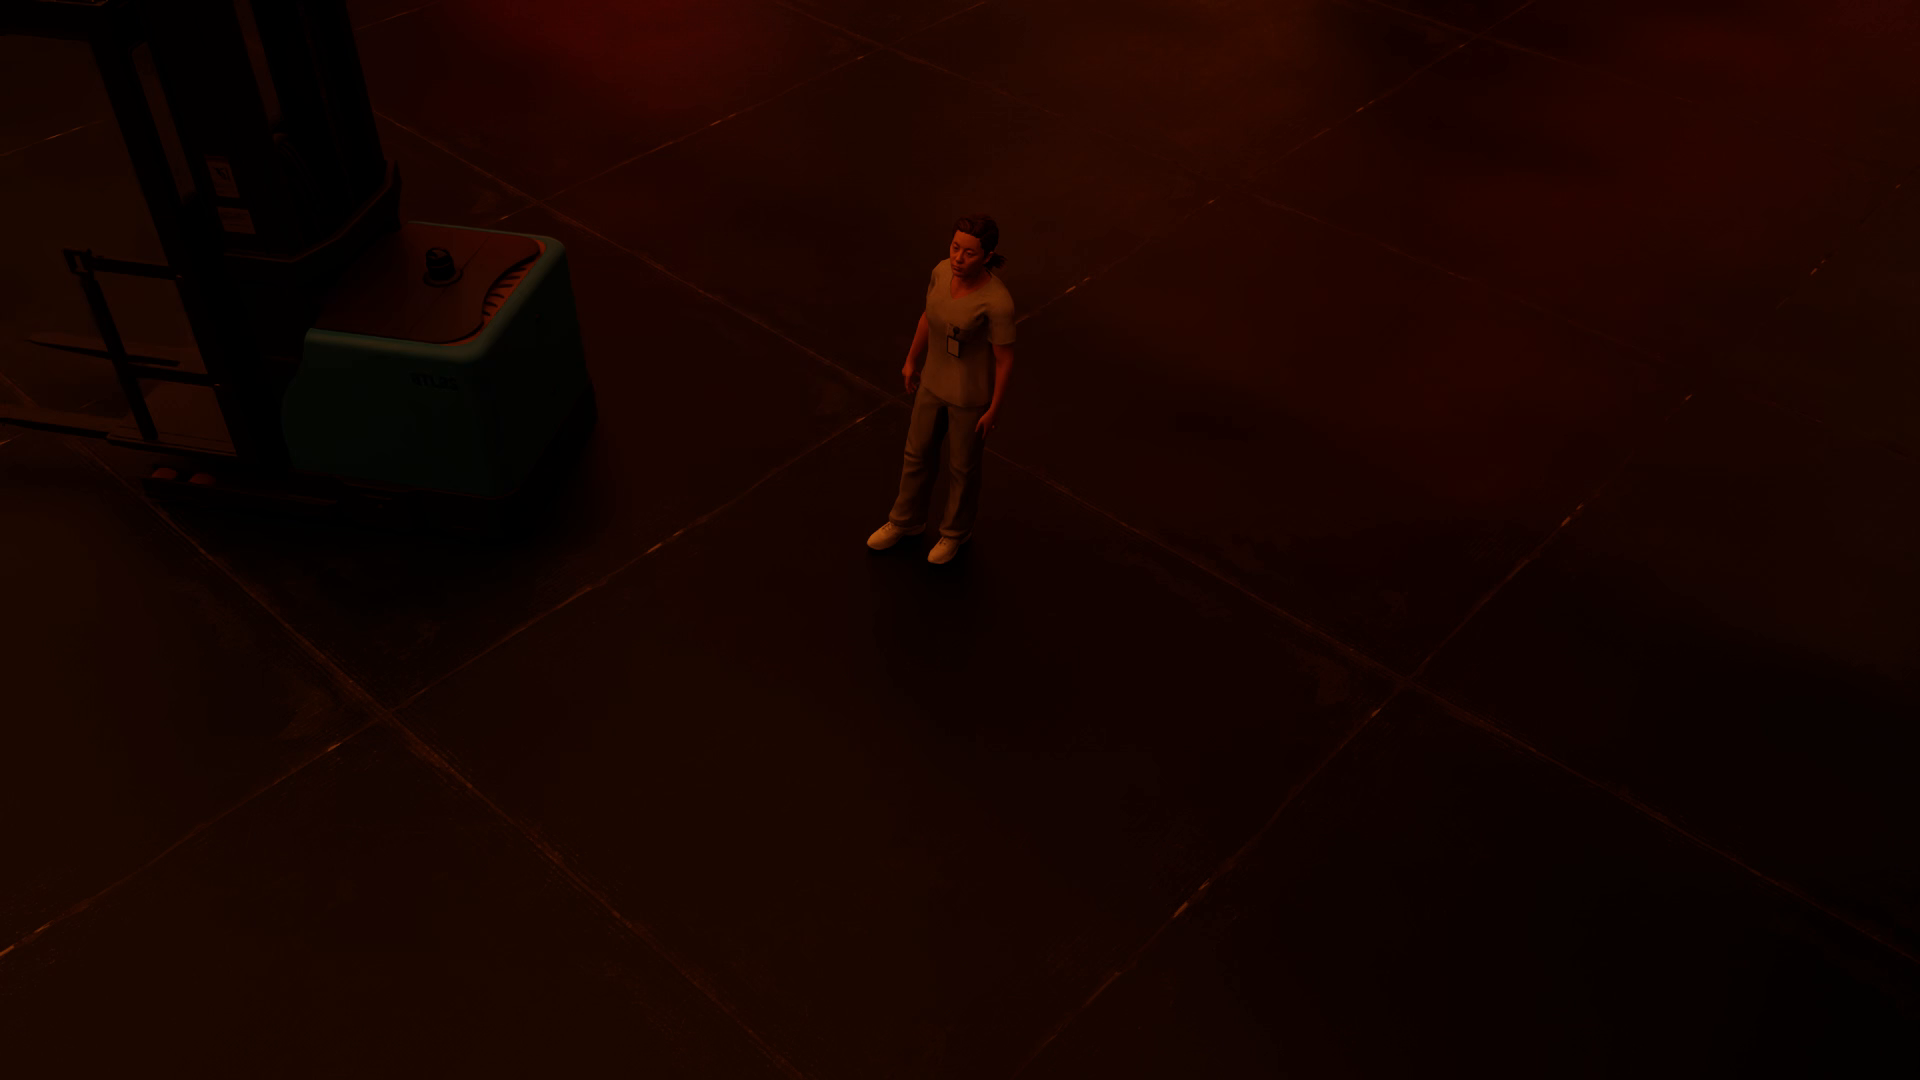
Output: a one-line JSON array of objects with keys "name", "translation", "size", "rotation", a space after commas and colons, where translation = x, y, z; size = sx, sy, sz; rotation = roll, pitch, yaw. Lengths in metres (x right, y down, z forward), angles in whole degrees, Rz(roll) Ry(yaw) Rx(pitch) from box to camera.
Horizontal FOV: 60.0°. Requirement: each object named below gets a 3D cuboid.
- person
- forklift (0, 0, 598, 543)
[{"name": "person", "translation": [-0.059, -0.612, 7.095], "size": [0.550, 1.675, 0.549], "rotation": [31, 49, 31]}, {"name": "forklift", "translation": [-3.372, -1.591, 7.282], "size": [3.031, 2.935, 1.130], "rotation": [8, 41, 9]}]
